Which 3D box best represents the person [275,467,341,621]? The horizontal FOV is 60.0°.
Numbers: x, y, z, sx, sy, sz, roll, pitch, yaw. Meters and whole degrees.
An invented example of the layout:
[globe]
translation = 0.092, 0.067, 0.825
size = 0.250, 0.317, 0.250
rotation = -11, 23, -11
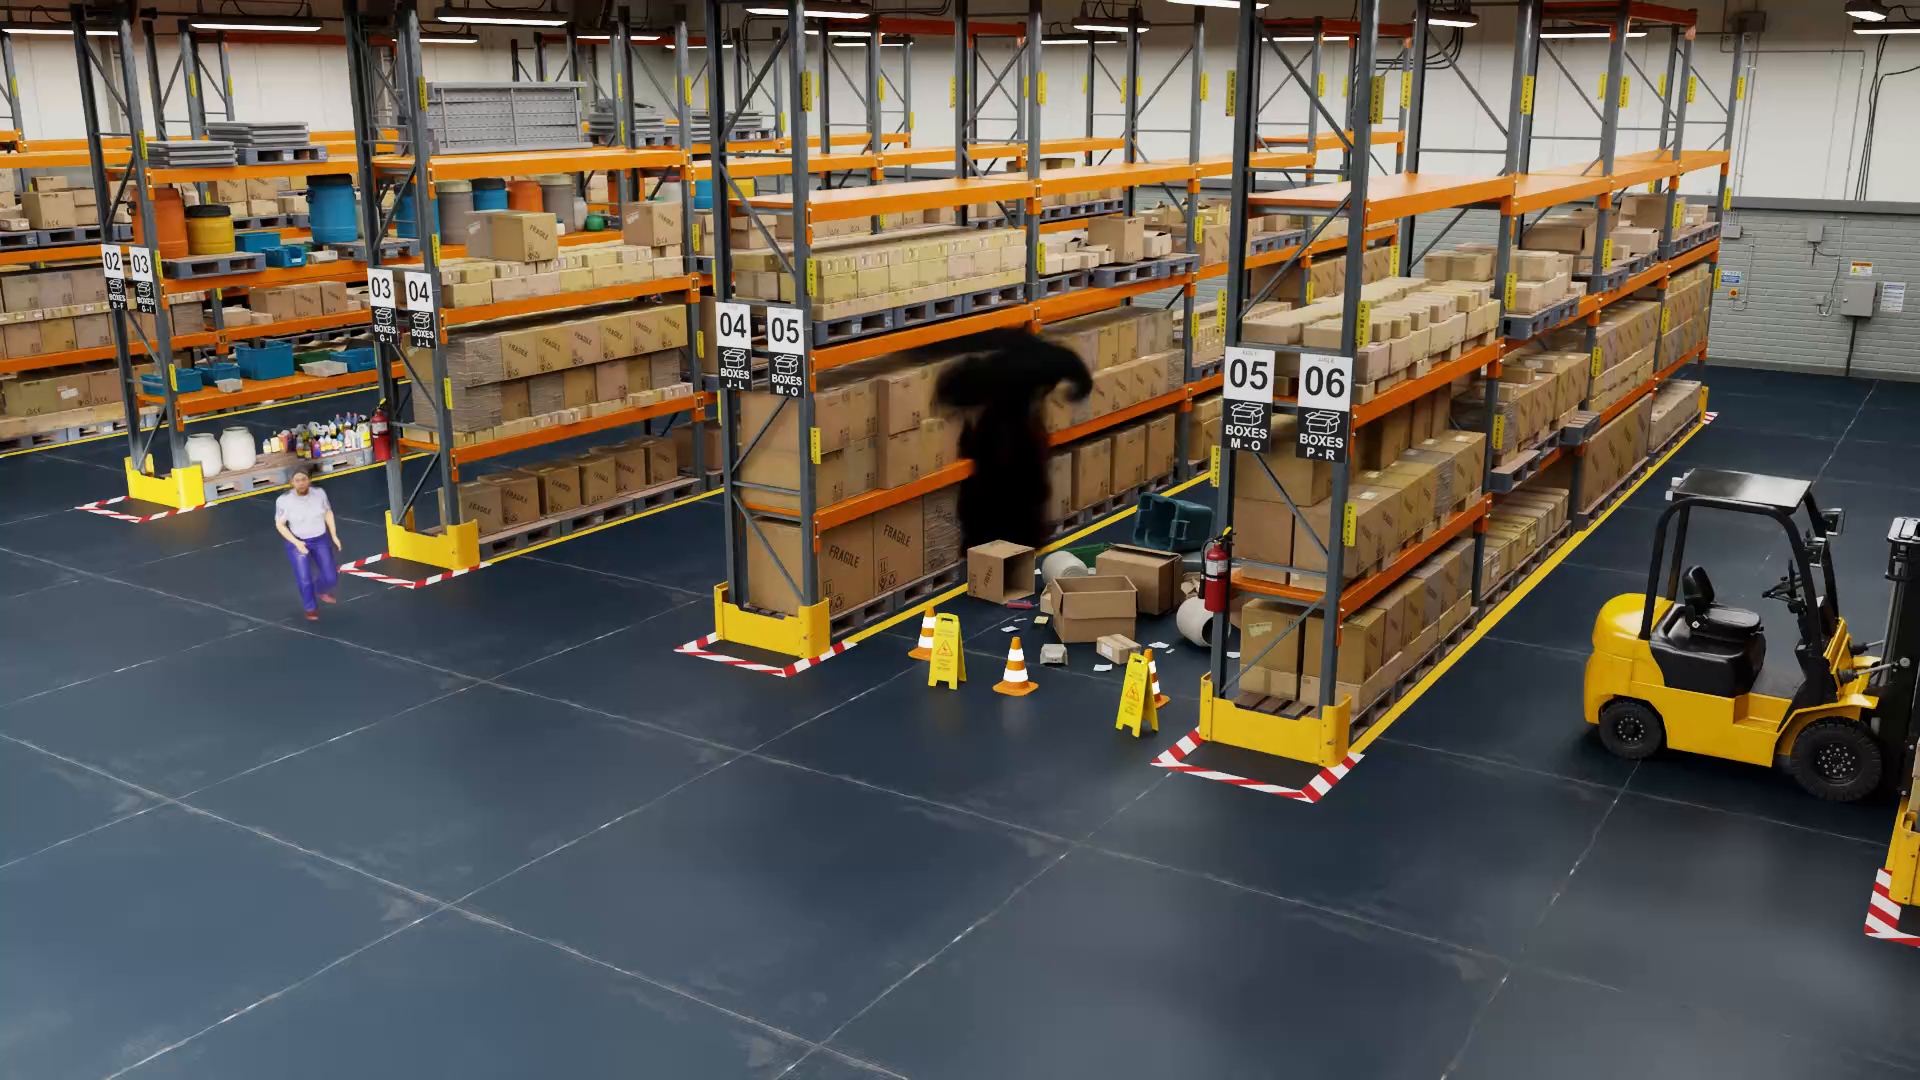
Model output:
[person]
translation = -6.360, 0.034, 16.208
size = 0.588, 1.553, 0.738
rotation = -11, 19, -34
